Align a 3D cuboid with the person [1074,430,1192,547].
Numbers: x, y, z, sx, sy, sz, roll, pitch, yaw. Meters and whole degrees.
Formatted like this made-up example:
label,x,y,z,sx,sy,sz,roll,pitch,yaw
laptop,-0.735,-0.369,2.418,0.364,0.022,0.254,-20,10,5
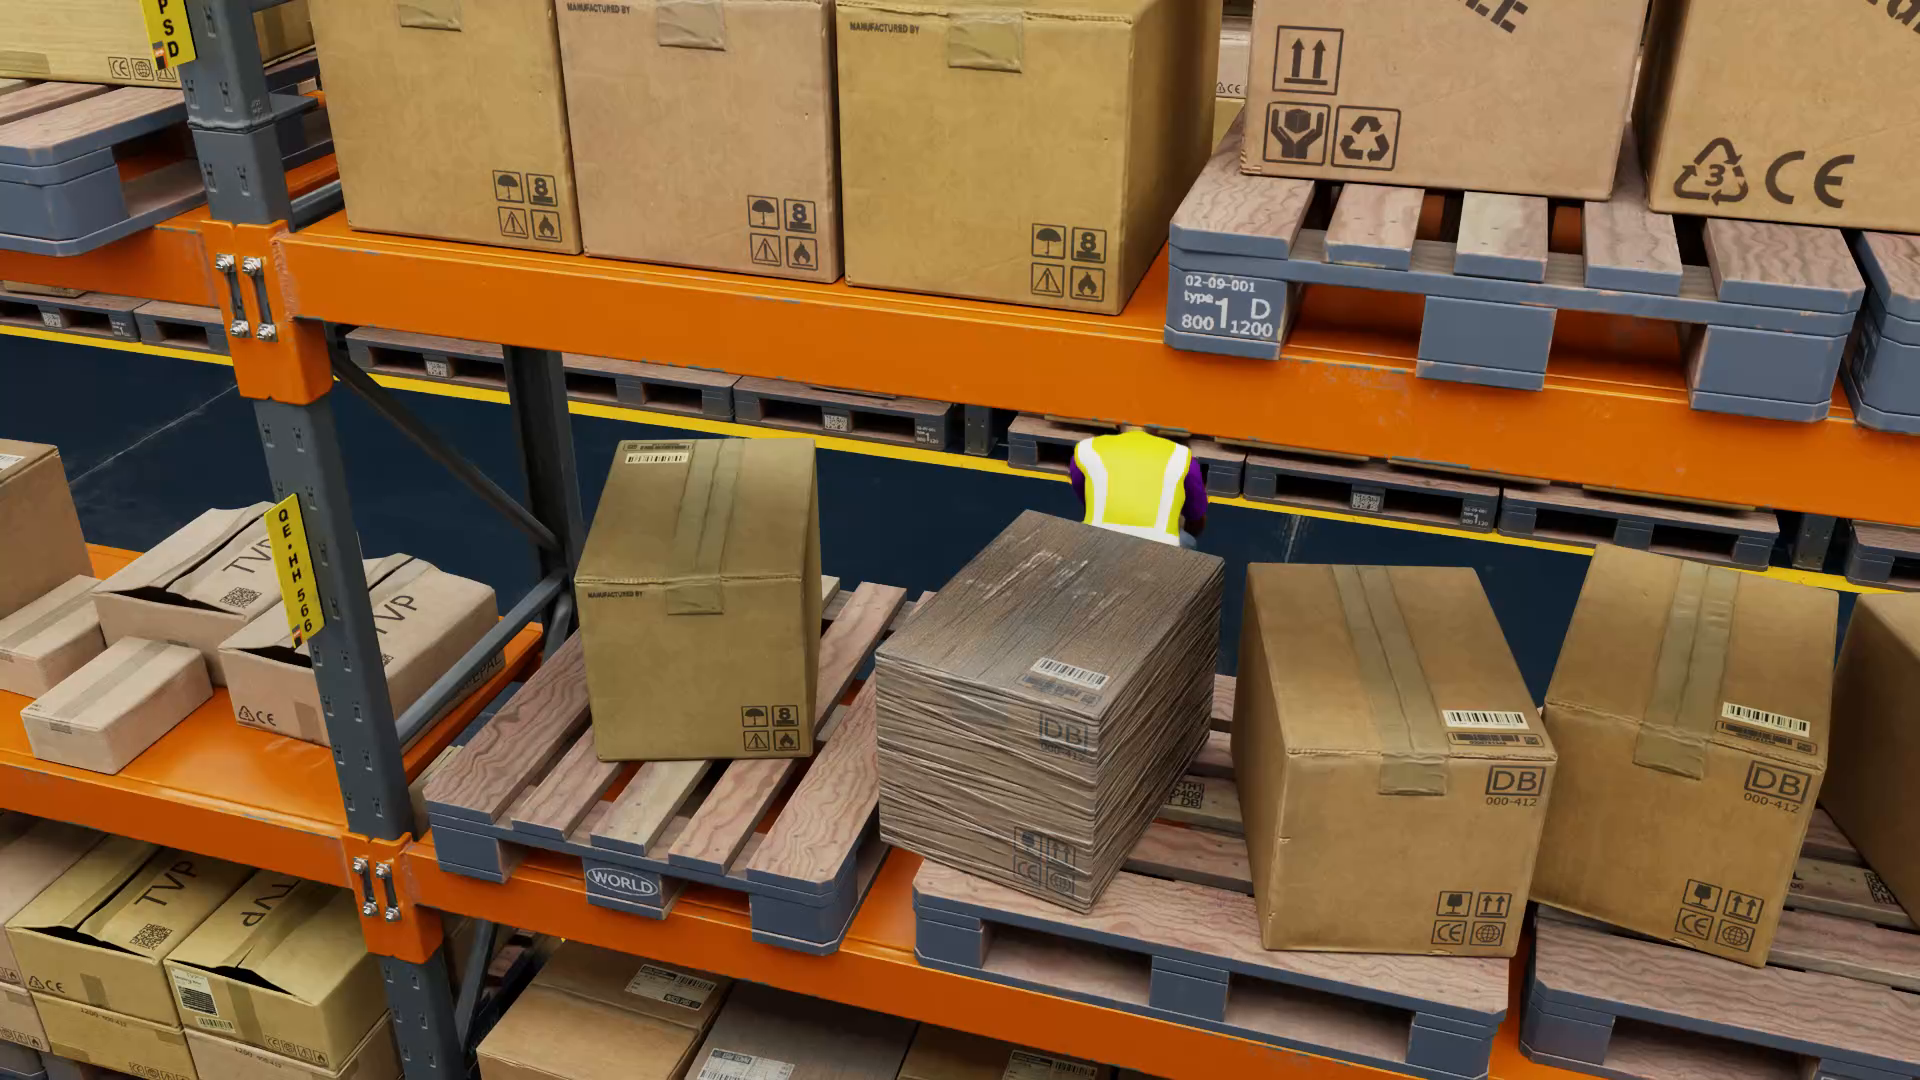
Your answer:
label,x,y,z,sx,sy,sz,roll,pitch,yaw
person,-6.216,2.405,0.302,9.548,3.200,18.010,9,30,15
